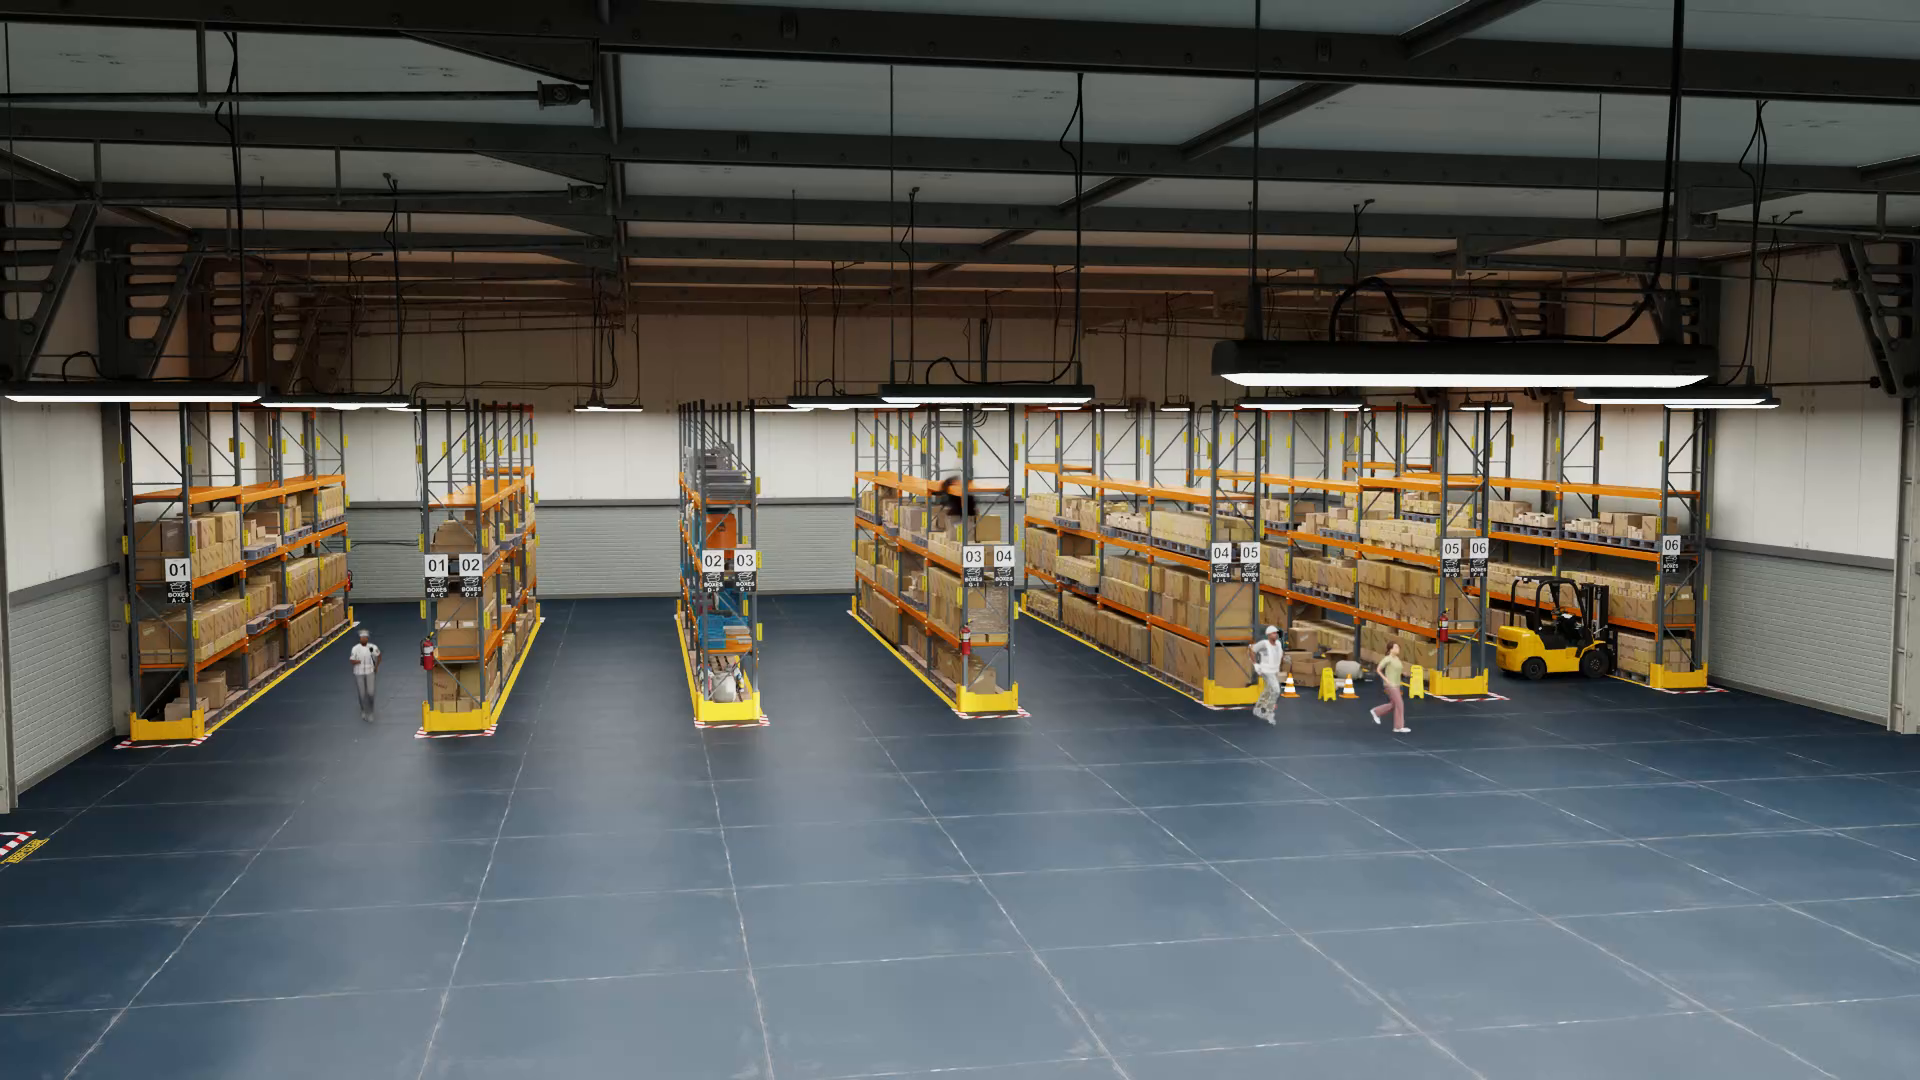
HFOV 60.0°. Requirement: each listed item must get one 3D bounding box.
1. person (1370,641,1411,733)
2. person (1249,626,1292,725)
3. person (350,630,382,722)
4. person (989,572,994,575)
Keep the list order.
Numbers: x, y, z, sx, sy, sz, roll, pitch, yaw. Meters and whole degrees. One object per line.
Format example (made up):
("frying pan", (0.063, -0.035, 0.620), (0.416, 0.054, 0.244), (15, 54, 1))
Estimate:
("person", (7.755, 2.633, 29.996), (0.780, 1.639, 0.582), (3, 6, 39))
("person", (5.783, 2.501, 30.968), (0.778, 1.829, 0.668), (4, 6, 43))
("person", (-11.106, 2.541, 31.072), (0.553, 1.742, 0.681), (-1, 4, -16))
("person", (0.874, 1.312, 47.072), (0.679, 1.768, 0.673), (0, 4, 3))
